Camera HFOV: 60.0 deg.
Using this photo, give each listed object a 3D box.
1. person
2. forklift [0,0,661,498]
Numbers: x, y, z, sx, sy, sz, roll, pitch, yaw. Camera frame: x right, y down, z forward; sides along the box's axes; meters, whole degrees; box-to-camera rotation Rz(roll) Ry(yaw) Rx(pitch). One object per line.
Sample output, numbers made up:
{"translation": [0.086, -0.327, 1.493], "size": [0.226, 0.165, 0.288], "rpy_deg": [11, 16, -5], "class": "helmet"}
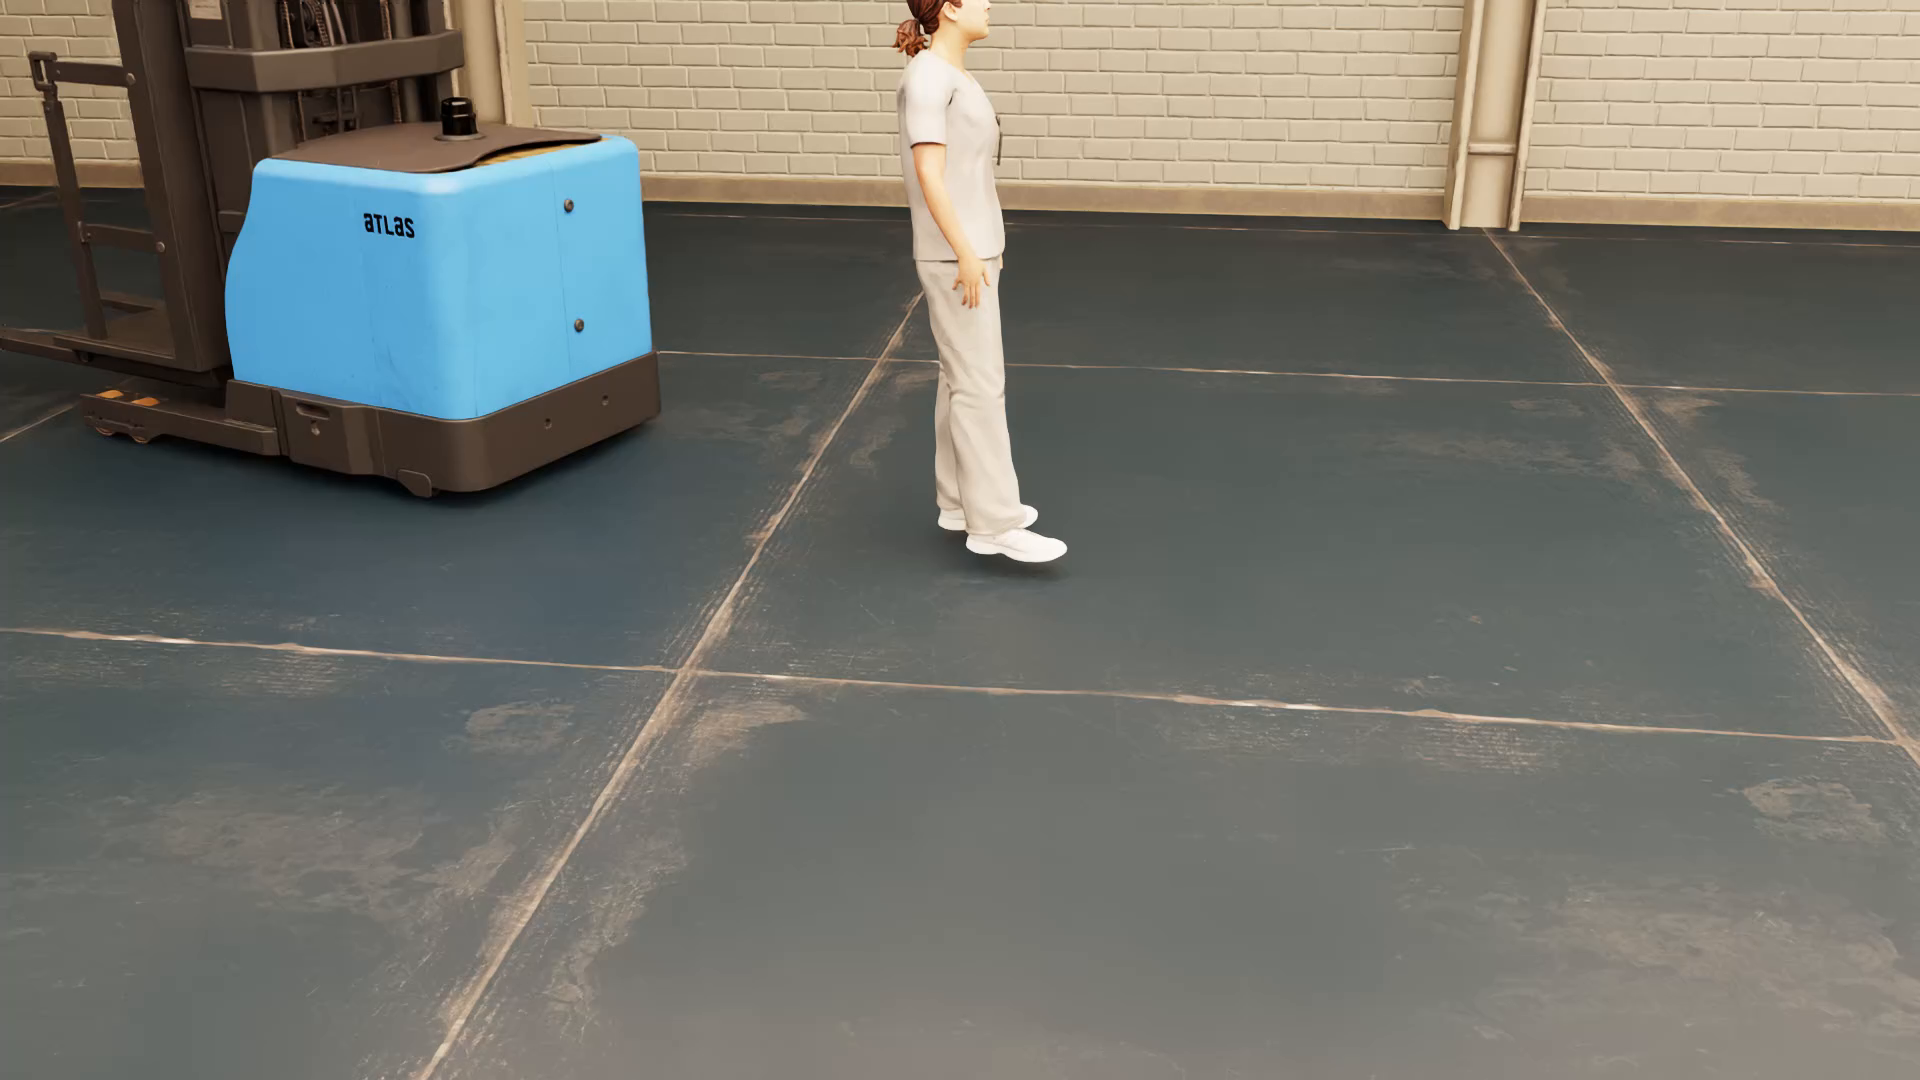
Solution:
{"translation": [0.071, -0.813, 4.826], "size": [0.549, 1.675, 0.550], "rpy_deg": [3, 22, 7], "class": "person"}
{"translation": [-2.653, -1.871, 5.900], "size": [3.031, 2.935, 1.130], "rpy_deg": [11, 25, 26], "class": "forklift"}
